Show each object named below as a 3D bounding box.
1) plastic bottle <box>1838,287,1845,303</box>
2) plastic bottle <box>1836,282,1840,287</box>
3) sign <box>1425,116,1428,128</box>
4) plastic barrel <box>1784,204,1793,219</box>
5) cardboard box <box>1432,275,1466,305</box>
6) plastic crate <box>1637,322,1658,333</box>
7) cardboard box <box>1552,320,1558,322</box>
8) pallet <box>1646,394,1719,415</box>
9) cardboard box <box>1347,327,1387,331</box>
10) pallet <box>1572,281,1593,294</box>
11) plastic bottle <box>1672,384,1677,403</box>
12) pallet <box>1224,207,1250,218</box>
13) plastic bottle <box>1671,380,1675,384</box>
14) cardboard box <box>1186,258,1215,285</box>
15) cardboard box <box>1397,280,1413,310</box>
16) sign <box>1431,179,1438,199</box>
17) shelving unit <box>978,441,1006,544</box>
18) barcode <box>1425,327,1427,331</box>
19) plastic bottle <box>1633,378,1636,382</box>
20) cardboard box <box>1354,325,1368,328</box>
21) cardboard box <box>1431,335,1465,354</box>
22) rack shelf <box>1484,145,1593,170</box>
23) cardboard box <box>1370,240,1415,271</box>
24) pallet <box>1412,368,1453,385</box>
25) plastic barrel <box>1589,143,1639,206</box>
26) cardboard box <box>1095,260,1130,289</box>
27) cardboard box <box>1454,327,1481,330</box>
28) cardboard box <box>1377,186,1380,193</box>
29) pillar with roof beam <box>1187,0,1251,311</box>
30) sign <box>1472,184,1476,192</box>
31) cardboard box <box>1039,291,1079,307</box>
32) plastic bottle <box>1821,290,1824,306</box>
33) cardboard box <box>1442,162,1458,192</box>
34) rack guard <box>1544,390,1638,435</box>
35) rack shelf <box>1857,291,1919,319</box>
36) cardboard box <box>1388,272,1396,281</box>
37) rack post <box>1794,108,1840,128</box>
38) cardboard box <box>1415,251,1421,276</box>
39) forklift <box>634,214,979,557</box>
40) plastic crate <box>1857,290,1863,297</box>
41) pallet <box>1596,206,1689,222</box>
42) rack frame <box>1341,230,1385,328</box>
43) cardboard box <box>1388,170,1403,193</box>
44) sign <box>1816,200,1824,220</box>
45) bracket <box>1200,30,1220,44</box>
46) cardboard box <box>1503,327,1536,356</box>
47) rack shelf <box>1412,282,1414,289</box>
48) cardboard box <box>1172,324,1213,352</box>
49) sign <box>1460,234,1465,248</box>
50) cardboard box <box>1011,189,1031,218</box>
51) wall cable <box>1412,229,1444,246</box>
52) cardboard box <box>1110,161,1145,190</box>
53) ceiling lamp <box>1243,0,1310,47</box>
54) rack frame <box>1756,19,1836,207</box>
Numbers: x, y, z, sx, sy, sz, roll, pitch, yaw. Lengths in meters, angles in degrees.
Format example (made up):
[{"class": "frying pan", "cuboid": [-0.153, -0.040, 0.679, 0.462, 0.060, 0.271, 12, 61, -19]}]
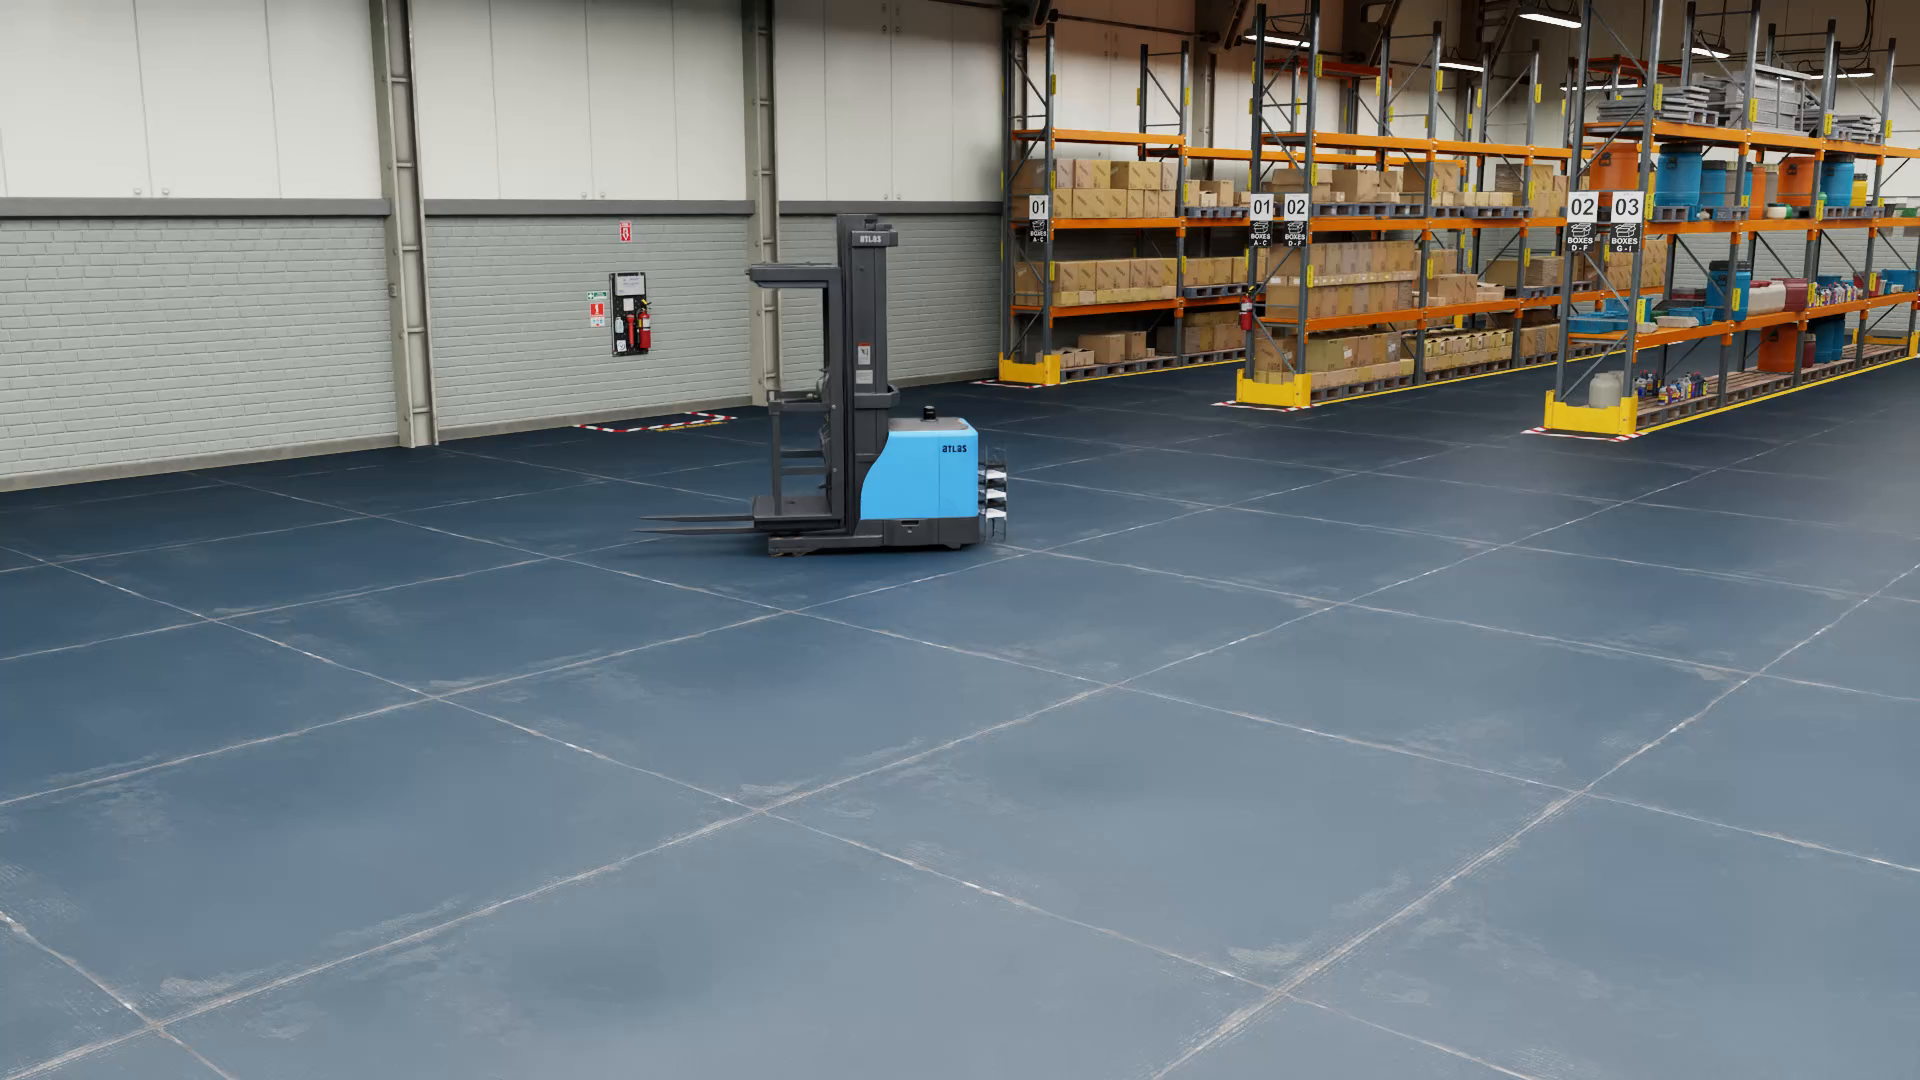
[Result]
[{"class": "plastic bottle", "cuboid": [15.932, -4.436, 30.116, 0.152, 0.276, 0.135, 10, 15, 40]}, {"class": "plastic bottle", "cuboid": [16.055, -4.541, 30.453, 0.144, 0.351, 0.185, 10, 15, 40]}, {"class": "sign", "cuboid": [11.310, -10.144, 40.273, 0.100, 0.325, 0.005, 10, 15, 40]}, {"class": "plastic barrel", "cuboid": [13.759, -5.488, 27.804, 0.294, 0.245, 0.294, 0, 11, 0]}, {"class": "cardboard box", "cuboid": [8.722, -4.499, 29.863, 0.500, 0.500, 0.500, 10, 15, 40]}, {"class": "plastic crate", "cuboid": [9.435, -2.919, 22.881, 0.298, 0.136, 0.250, 10, 15, 40]}, {"class": "cardboard box", "cuboid": [11.959, -4.236, 34.056, 0.500, 0.500, 0.500, 10, 15, 41]}, {"class": "pallet", "cuboid": [10.768, -2.086, 25.157, 1.003, 0.211, 1.213, 10, 15, 40]}, {"class": "cardboard box", "cuboid": [6.983, -3.386, 28.576, 0.500, 0.500, 0.500, 10, 15, 40]}, {"class": "pallet", "cuboid": [12.196, -5.168, 33.954, 1.003, 0.211, 1.213, 10, 15, 40]}, {"class": "plastic bottle", "cuboid": [10.326, -2.128, 24.089, 0.097, 0.271, 0.097, 0, 11, 0]}, {"class": "pallet", "cuboid": [4.971, -6.437, 32.641, 1.213, 0.211, 1.003, 10, 15, 40]}, {"class": "plastic bottle", "cuboid": [10.504, -2.213, 24.485, 0.061, 0.283, 0.133, 10, 15, 40]}, {"class": "cardboard box", "cuboid": [4.537, -5.245, 32.471, 0.500, 0.500, 0.700, -10, 15, -42]}, {"class": "cardboard box", "cuboid": [7.236, -4.171, 28.220, 0.700, 0.500, 0.500, 9, 15, 39]}, {"class": "sign", "cuboid": [7.942, -5.880, 27.850, 0.100, 0.325, 0.005, 10, 15, 40]}, {"class": "shelving unit", "cuboid": [0.271, -0.438, 15.146, 0.210, 0.900, 0.258, -6, 13, -27]}, {"class": "barcode", "cuboid": [8.006, -3.633, 28.587, 0.001, 0.075, 0.075, 10, 15, 40]}, {"class": "plastic bottle", "cuboid": [9.993, -2.308, 24.789, 0.144, 0.351, 0.185, 10, 15, 40]}, {"class": "cardboard box", "cuboid": [8.750, -5.044, 37.264, 0.750, 0.750, 0.750, 10, 15, 41]}, {"class": "cardboard box", "cuboid": [8.660, -3.499, 29.624, 0.500, 0.311, 0.500, 9, 14, 38]}, {"class": "rack shelf", "cuboid": [11.485, -7.464, 32.502, 1.077, 0.370, 4.000, 10, 15, 40]}, {"class": "cardboard box", "cuboid": [7.236, -4.807, 28.093, 0.700, 0.500, 0.500, 10, 15, 41]}, {"class": "pallet", "cuboid": [7.982, -2.934, 29.401, 1.003, 0.211, 1.213, 10, 15, 40]}, {"class": "plastic barrel", "cuboid": [8.828, -4.934, 22.468, 0.600, 0.830, 0.708, 10, 15, 40]}, {"class": "cardboard box", "cuboid": [2.713, -4.799, 30.036, 0.500, 0.500, 0.500, 10, 15, 42]}, {"class": "cardboard box", "cuboid": [9.599, -3.870, 31.484, 0.500, 0.311, 0.500, 10, 15, 42]}, {"class": "cardboard box", "cuboid": [6.638, -5.771, 27.622, 0.500, 0.311, 0.500, 9, 14, 37]}, {"class": "pillar with roof beam", "cuboid": [8.167, -7.722, 30.939, 9.100, 9.000, 0.548, 10, 15, 40]}, {"class": "sign", "cuboid": [9.759, -6.572, 31.515, 0.100, 0.325, 0.005, 10, 15, 40]}, {"class": "cardboard box", "cuboid": [1.721, -4.207, 28.984, 0.500, 0.250, 0.500, 9, 15, 39]}, {"class": "plastic bottle", "cuboid": [15.055, -4.230, 29.097, 0.097, 0.271, 0.097, 0, 11, 0]}, {"class": "cardboard box", "cuboid": [8.320, -6.332, 29.030, 0.500, 0.500, 0.500, -10, 15, -42]}, {"class": "rack guard", "cuboid": [8.617, -1.750, 22.736, 1.175, 0.500, 0.348, 10, 15, 40]}, {"class": "rack shelf", "cuboid": [17.844, -4.666, 32.788, 1.077, 0.370, 4.000, 10, 15, 40]}, {"class": "cardboard box", "cuboid": [6.998, -4.374, 27.579, 0.380, 0.149, 0.250, 10, 15, 40]}, {"class": "rack post", "cuboid": [14.331, -7.152, 28.278, 0.954, 0.300, 0.937, 10, 15, 40]}, {"class": "cardboard box", "cuboid": [10.411, -6.445, 39.093, 0.980, 0.700, 0.700, 9, 14, 38]}, {"class": "forklift", "cuboid": [-1.385, -1.402, 14.786, 3.031, 2.935, 1.130, -1, 11, -7]}, {"class": "plastic crate", "cuboid": [16.938, -4.674, 31.514, 0.396, 0.136, 0.243, 10, 15, 40]}, {"class": "pallet", "cuboid": [9.222, -4.446, 22.676, 1.003, 0.211, 1.213, 10, 15, 40]}, {"class": "rack frame", "cuboid": [9.082, -6.005, 37.657, 1.000, 3.000, 0.127, 10, 15, 40]}, {"class": "cardboard box", "cuboid": [9.763, -8.094, 37.597, 0.500, 0.500, 0.500, 10, 15, 40]}, {"class": "sign", "cuboid": [14.301, -5.485, 27.663, 0.100, 0.325, 0.005, 10, 15, 40]}, {"class": "bracket", "cuboid": [4.926, -9.937, 32.837, 0.235, 0.232, 0.430, 10, 15, 40]}, {"class": "cardboard box", "cuboid": [10.680, -3.797, 31.859, 0.500, 0.500, 0.500, 11, 15, 43]}, {"class": "rack shelf", "cuboid": [10.402, -5.947, 39.201, 1.077, 0.370, 4.000, 10, 15, 40]}, {"class": "cardboard box", "cuboid": [4.578, -4.011, 32.932, 0.700, 0.500, 0.500, 9, 15, 39]}, {"class": "sign", "cuboid": [12.121, -7.205, 40.106, 0.100, 0.325, 0.005, 10, 15, 40]}, {"class": "cardboard box", "cuboid": [1.246, -5.863, 28.984, 0.500, 0.500, 0.500, -11, 16, -43]}, {"class": "wall cable", "cuboid": [11.857, -7.402, 42.060, 0.084, 1.984, 1.851, 10, 15, 40]}, {"class": "cardboard box", "cuboid": [2.983, -6.579, 30.014, 0.500, 0.500, 0.500, 9, 14, 38]}, {"class": "ceiling lamp", "cuboid": [5.820, -10.250, 28.690, 0.800, 3.185, 2.000, 10, 15, 40]}, {"class": "rack frame", "cuboid": [13.883, -7.078, 27.710, 1.000, 3.000, 0.127, 10, 15, 40]}]
